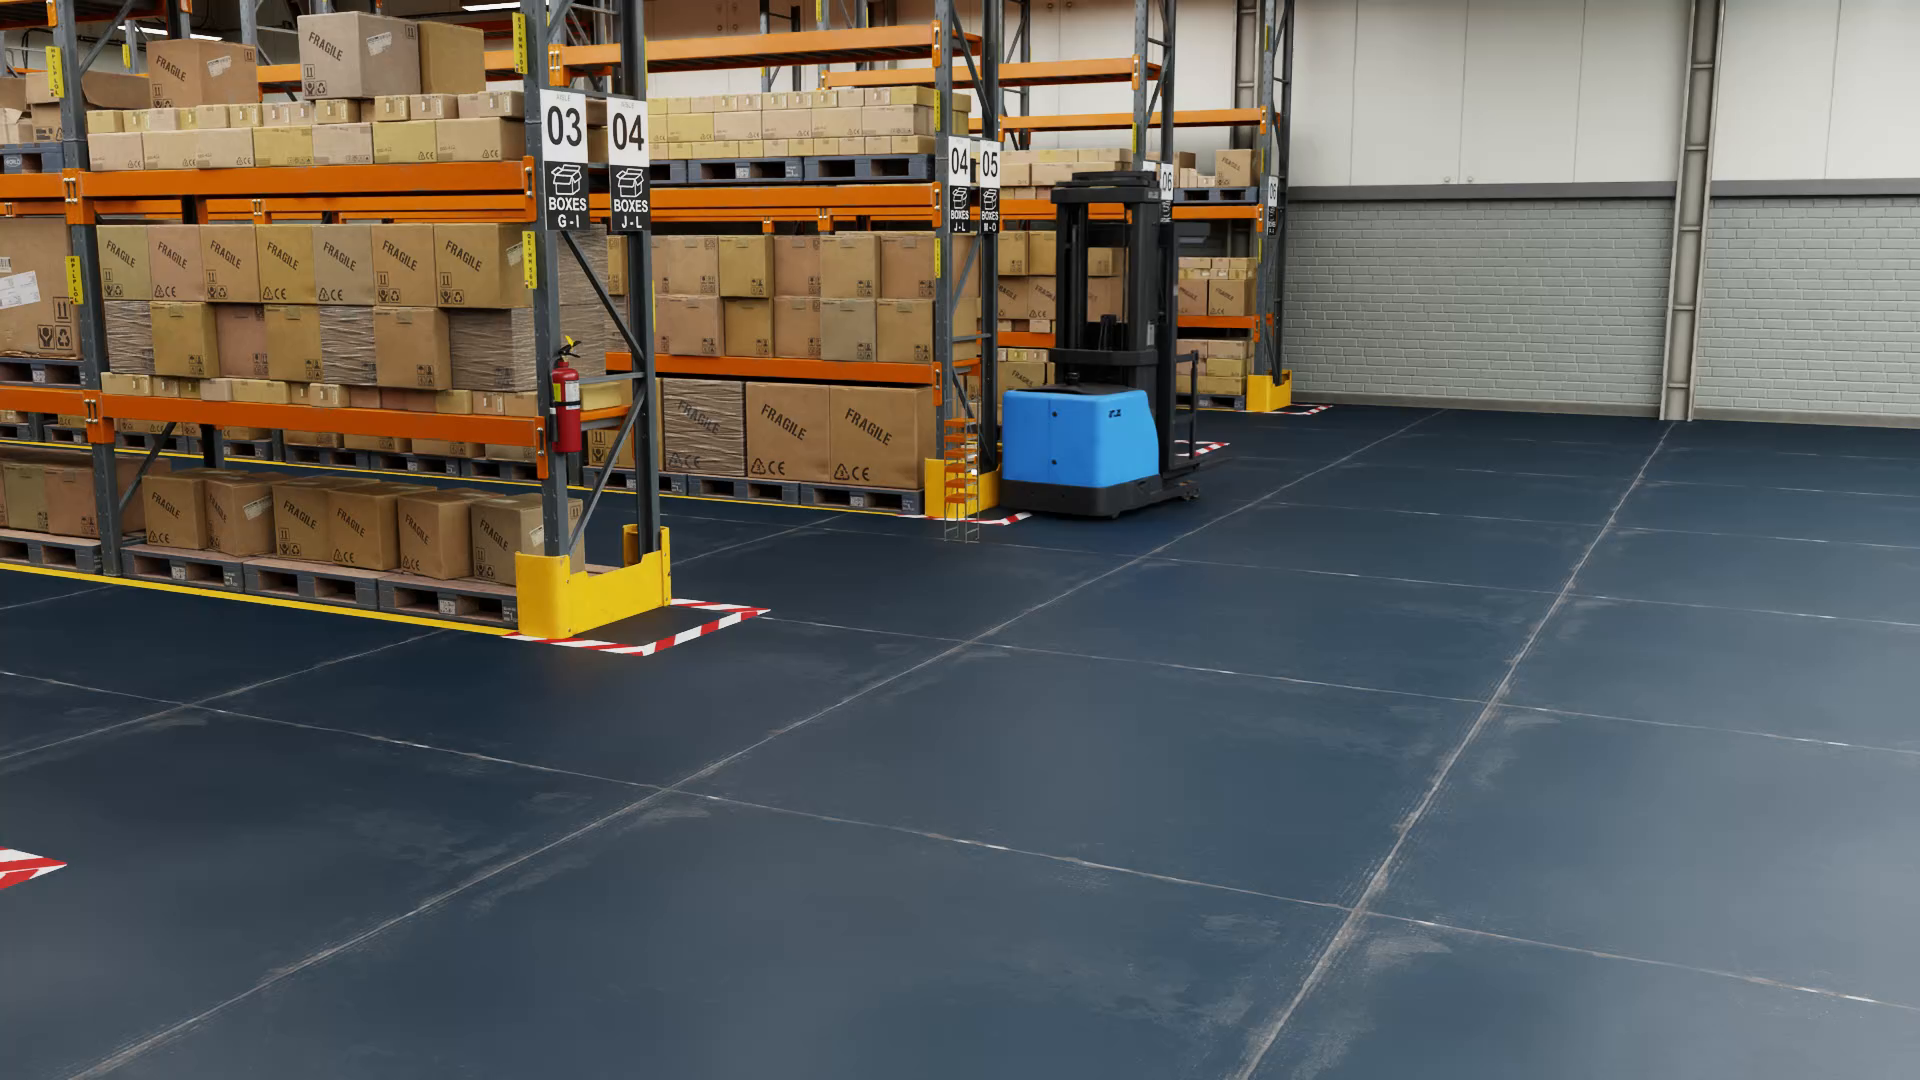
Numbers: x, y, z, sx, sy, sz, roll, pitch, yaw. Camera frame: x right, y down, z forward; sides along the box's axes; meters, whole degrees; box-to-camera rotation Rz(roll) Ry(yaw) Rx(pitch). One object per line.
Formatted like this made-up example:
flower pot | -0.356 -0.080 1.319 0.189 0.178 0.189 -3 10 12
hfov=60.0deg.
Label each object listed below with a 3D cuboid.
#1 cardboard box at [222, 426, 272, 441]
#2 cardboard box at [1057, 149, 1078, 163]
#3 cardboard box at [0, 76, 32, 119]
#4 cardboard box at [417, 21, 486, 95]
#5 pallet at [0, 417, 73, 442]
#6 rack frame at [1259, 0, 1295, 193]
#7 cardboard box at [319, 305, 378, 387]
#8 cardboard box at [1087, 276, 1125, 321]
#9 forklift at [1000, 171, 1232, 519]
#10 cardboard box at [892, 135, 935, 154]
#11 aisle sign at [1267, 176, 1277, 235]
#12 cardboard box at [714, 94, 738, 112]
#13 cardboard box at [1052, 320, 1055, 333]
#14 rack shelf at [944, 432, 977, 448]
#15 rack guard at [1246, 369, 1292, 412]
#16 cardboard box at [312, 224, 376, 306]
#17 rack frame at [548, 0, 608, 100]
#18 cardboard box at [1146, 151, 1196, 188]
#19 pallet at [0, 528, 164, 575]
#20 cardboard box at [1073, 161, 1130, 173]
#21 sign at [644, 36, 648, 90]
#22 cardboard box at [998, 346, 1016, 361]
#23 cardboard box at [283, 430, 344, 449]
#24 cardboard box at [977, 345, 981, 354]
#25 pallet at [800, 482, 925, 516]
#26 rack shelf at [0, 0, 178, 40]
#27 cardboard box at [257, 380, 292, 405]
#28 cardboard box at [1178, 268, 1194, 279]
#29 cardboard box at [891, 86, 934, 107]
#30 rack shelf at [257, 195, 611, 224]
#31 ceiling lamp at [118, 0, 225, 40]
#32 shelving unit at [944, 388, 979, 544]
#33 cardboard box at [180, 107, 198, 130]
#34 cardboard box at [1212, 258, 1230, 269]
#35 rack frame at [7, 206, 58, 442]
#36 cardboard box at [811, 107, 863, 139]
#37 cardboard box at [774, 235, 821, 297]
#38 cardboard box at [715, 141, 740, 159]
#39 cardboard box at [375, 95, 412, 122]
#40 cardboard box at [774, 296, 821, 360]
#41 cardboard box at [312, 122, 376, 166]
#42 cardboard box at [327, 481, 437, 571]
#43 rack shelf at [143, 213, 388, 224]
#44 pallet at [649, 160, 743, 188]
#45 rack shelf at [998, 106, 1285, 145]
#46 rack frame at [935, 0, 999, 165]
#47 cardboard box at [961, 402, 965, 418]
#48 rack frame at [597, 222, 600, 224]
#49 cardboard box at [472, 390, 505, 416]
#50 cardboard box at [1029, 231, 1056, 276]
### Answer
cardboard box | -7.815 -1.380 18.270 0.500 0.500 0.500 5 11 26
cardboard box | 1.280 -4.329 18.770 0.250 0.149 0.380 5 11 25
cardboard box | -7.030 -3.154 12.342 0.637 0.503 0.797 6 12 28
cardboard box | -3.432 -3.056 10.750 0.500 0.500 0.500 5 11 26
pallet | -11.314 -1.383 20.280 1.213 0.211 1.003 5 11 26
rack frame | 4.358 -6.306 22.805 0.127 3.000 1.000 5 11 26
cardboard box | -3.631 -1.288 10.809 0.500 0.500 0.875 5 11 26
cardboard box | 1.557 -2.755 18.915 0.500 0.500 0.500 5 11 25
forklift | 1.579 -1.838 15.158 1.130 2.935 3.031 7 12 33
cardboard box | -0.382 -3.343 14.100 0.250 0.149 0.380 5 11 26
aisle sign | 4.287 -4.581 22.820 0.004 0.787 0.394 5 11 26
cardboard box | -1.981 -3.875 14.804 0.250 0.149 0.380 5 11 26
cardboard box | 1.238 -2.459 19.097 0.250 0.149 0.380 5 11 25
rack shelf | 0.013 -0.782 13.082 0.180 0.103 0.258 5 11 26
rack guard | 4.380 -2.122 23.552 0.348 0.500 1.175 5 11 26
cardboard box | -3.720 -1.748 10.542 0.500 0.500 0.500 5 11 26
rack frame | -5.009 -6.143 21.907 0.127 3.000 1.000 5 11 26
cardboard box | 2.979 -5.228 23.529 0.500 0.500 0.700 5 11 26
pallet | -6.506 0.018 12.540 1.213 0.211 1.003 5 11 26
cardboard box | 1.587 -4.107 18.662 0.500 0.250 0.500 5 11 25
sign | -1.980 -2.971 10.347 0.005 0.325 0.100 5 11 26
cardboard box | 0.513 -2.184 19.488 0.250 0.149 0.380 6 12 28
cardboard box | -6.602 -1.430 17.847 0.750 0.750 1.050 5 11 25
cardboard box | 0.298 -2.747 25.472 0.625 0.625 0.875 6 12 28
pallet | -0.686 -0.441 15.073 1.213 0.211 1.003 5 11 26
rack shelf | -7.600 -3.852 12.390 4.000 0.370 1.077 5 11 26
cardboard box | -4.396 -0.989 10.976 0.250 0.149 0.380 5 11 26
cardboard box | 3.258 -3.772 23.546 0.250 0.149 0.380 5 11 25
cardboard box | -0.387 -3.735 14.031 0.250 0.149 0.380 5 11 26
rack shelf | -5.315 -3.357 16.955 4.000 0.370 1.077 5 11 26
ceiling lamp | -13.424 -10.279 28.364 0.800 3.185 2.000 5 11 26
shelving unit | 0.013 -0.589 13.117 0.189 1.200 0.258 5 11 26
cardboard box | -4.909 -2.770 10.990 0.250 0.149 0.380 5 12 28
cardboard box | 3.709 -3.878 23.296 0.250 0.149 0.380 5 11 26
rack frame | -10.696 -2.708 19.770 0.127 3.000 1.000 5 11 26
cardboard box | -0.945 -3.600 14.404 0.500 0.250 0.500 5 11 26
cardboard box | -1.226 -2.497 15.154 0.550 0.550 0.875 5 11 26
cardboard box | -1.981 -3.483 14.875 0.250 0.149 0.380 5 11 27
cardboard box | -3.318 -2.608 10.096 0.250 0.149 0.380 5 11 26
cardboard box | -1.237 -1.962 15.229 0.550 0.550 0.875 5 11 26
cardboard box | -3.669 -2.458 10.390 0.500 0.250 0.500 5 12 27
cardboard box | -3.877 -0.101 11.204 0.500 0.500 0.500 6 12 31
rack shelf | -10.390 -4.786 24.850 4.000 0.370 1.077 5 11 26
pallet | -2.792 -3.444 15.662 1.213 0.211 1.003 5 11 26
rack shelf | 2.565 -5.913 23.776 4.000 0.370 1.077 5 11 26
rack frame | 0.066 -4.714 14.011 0.127 3.000 1.000 5 11 26
cardboard box | -0.052 -1.559 19.960 0.500 0.250 0.500 5 11 25
rack frame | -6.403 -4.300 28.564 0.127 3.000 1.000 5 11 26
cardboard box | -2.791 -0.864 10.286 0.250 0.149 0.380 5 11 26
cardboard box | 1.160 -3.295 19.090 0.500 0.500 0.700 5 11 26
